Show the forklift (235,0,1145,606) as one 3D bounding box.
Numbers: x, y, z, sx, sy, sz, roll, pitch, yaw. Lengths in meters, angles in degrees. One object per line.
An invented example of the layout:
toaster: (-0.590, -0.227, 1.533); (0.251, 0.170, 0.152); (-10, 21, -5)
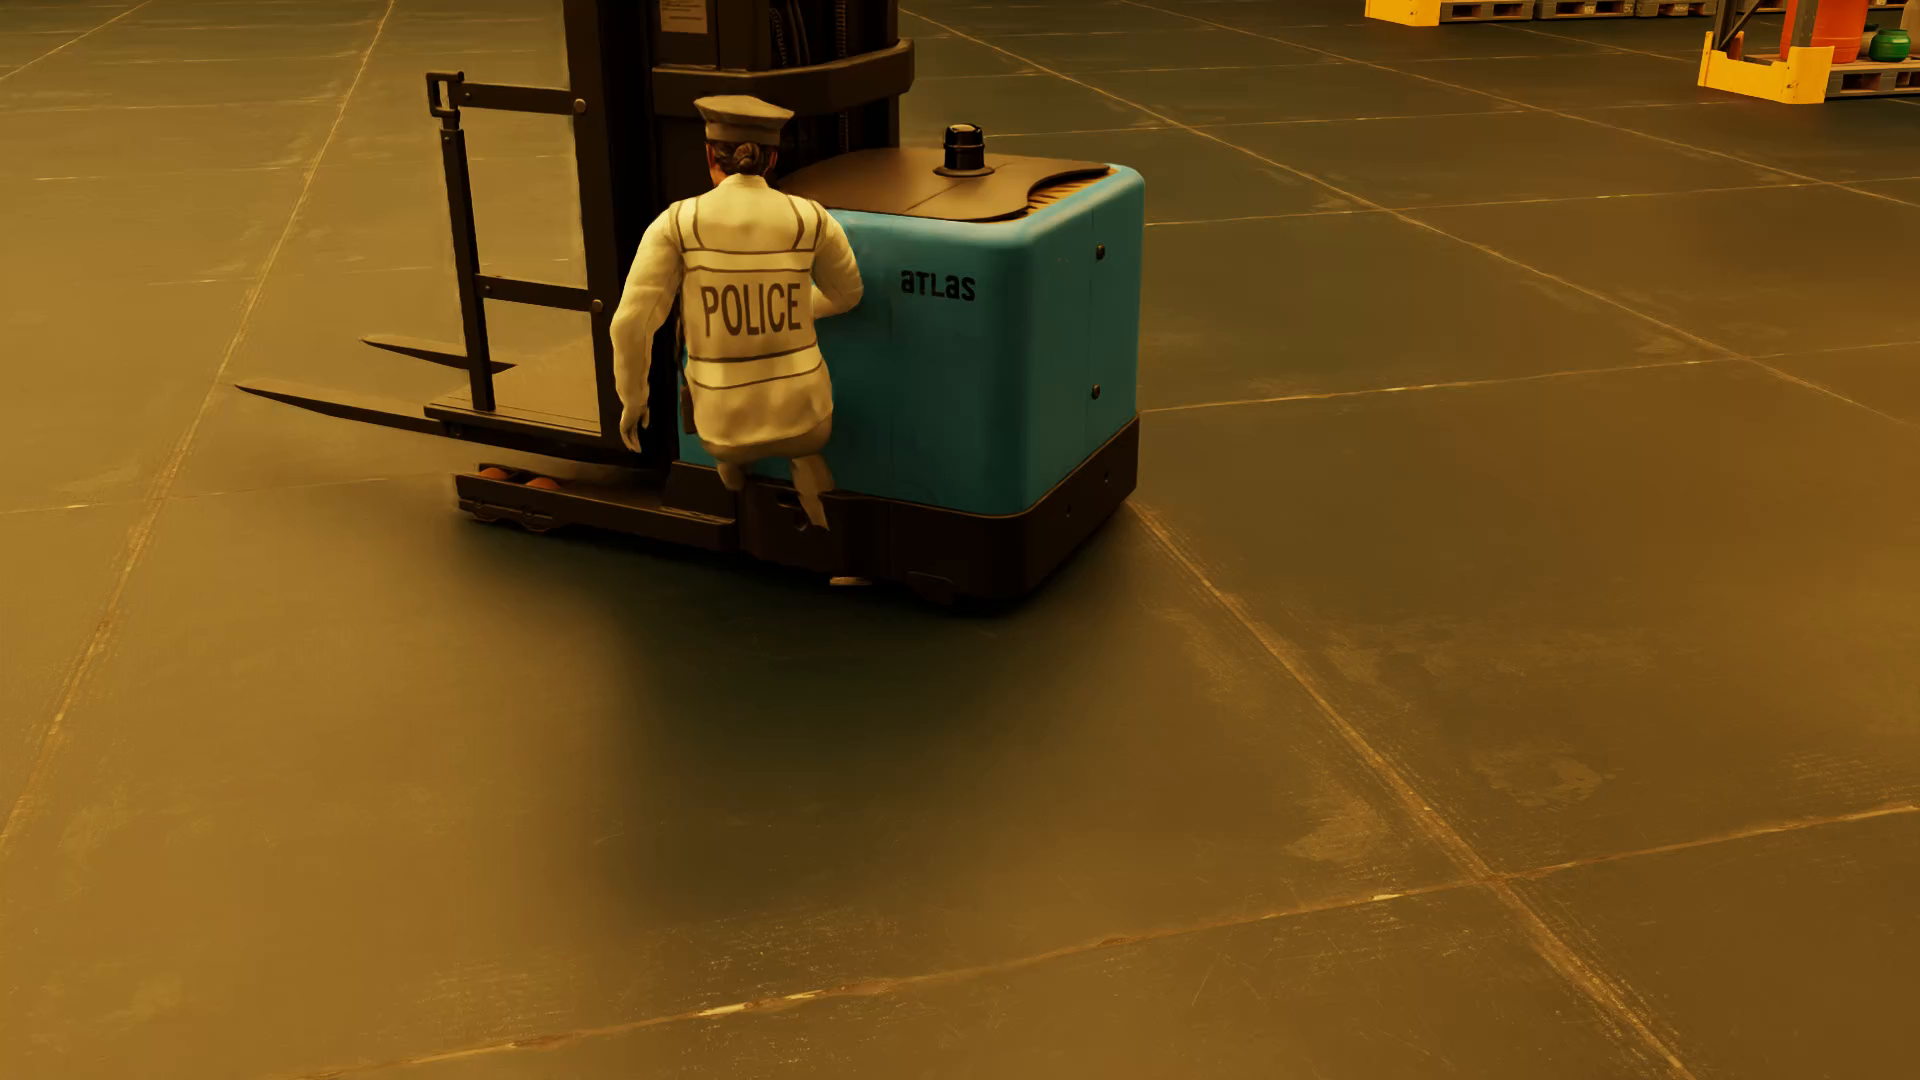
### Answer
forklift: (-0.998, -1.546, 4.942); (3.031, 2.935, 1.130); (10, 25, 23)

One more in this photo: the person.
person: (-0.568, -0.451, 4.414); (0.723, 1.461, 0.858); (-7, 24, -17)
